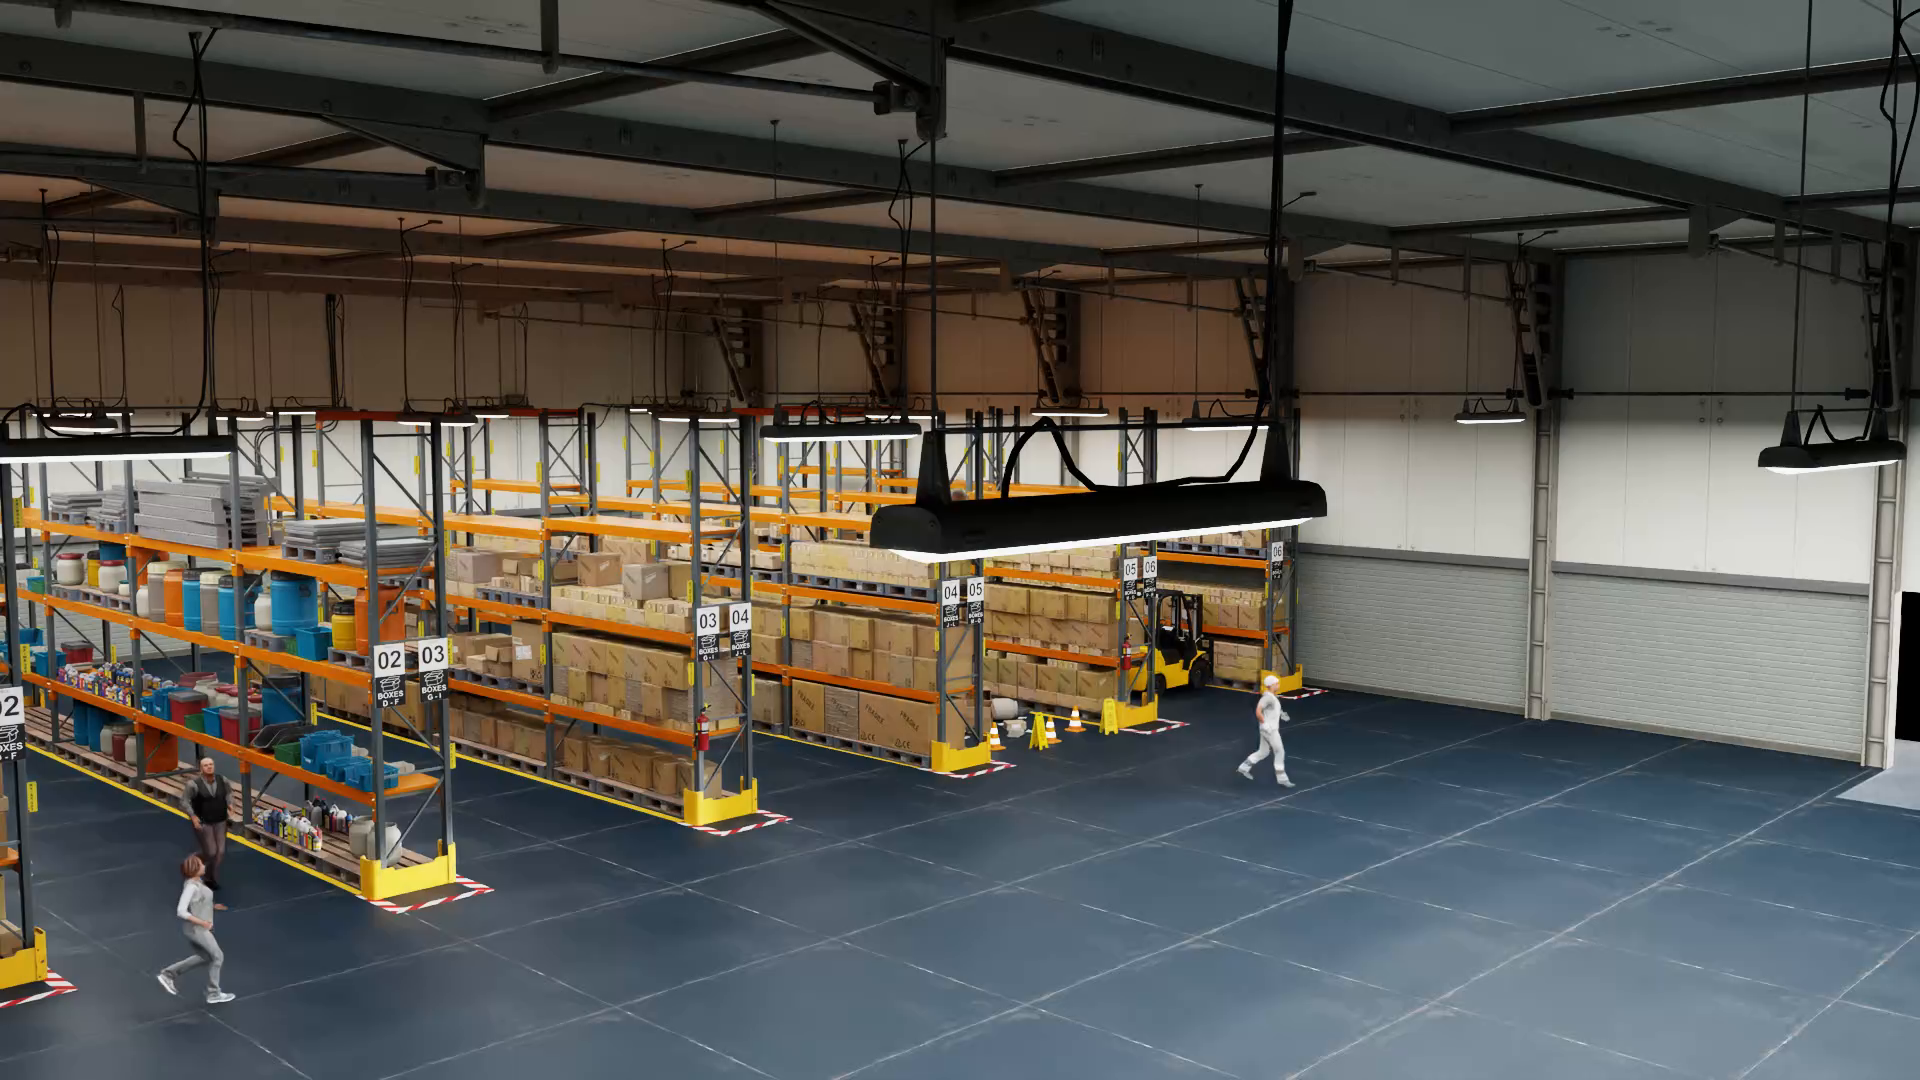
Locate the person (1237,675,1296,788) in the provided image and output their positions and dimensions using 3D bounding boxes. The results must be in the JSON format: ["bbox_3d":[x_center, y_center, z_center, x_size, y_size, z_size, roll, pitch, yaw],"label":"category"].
[{"bbox_3d":[4.948,3.066,26.776,0.936,1.799,0.658,0,5,5],"label":"person"}]

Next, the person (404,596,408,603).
[{"bbox_3d":[-12.957,2.103,38.664,0.622,1.700,0.672,2,5,17],"label":"person"}]

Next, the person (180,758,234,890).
[{"bbox_3d":[-9.588,3.614,21.269,0.627,1.696,0.656,5,7,42],"label":"person"}]

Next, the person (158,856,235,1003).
[{"bbox_3d":[-7.903,4.031,17.155,0.730,1.559,0.546,-2,5,-21],"label":"person"}]
